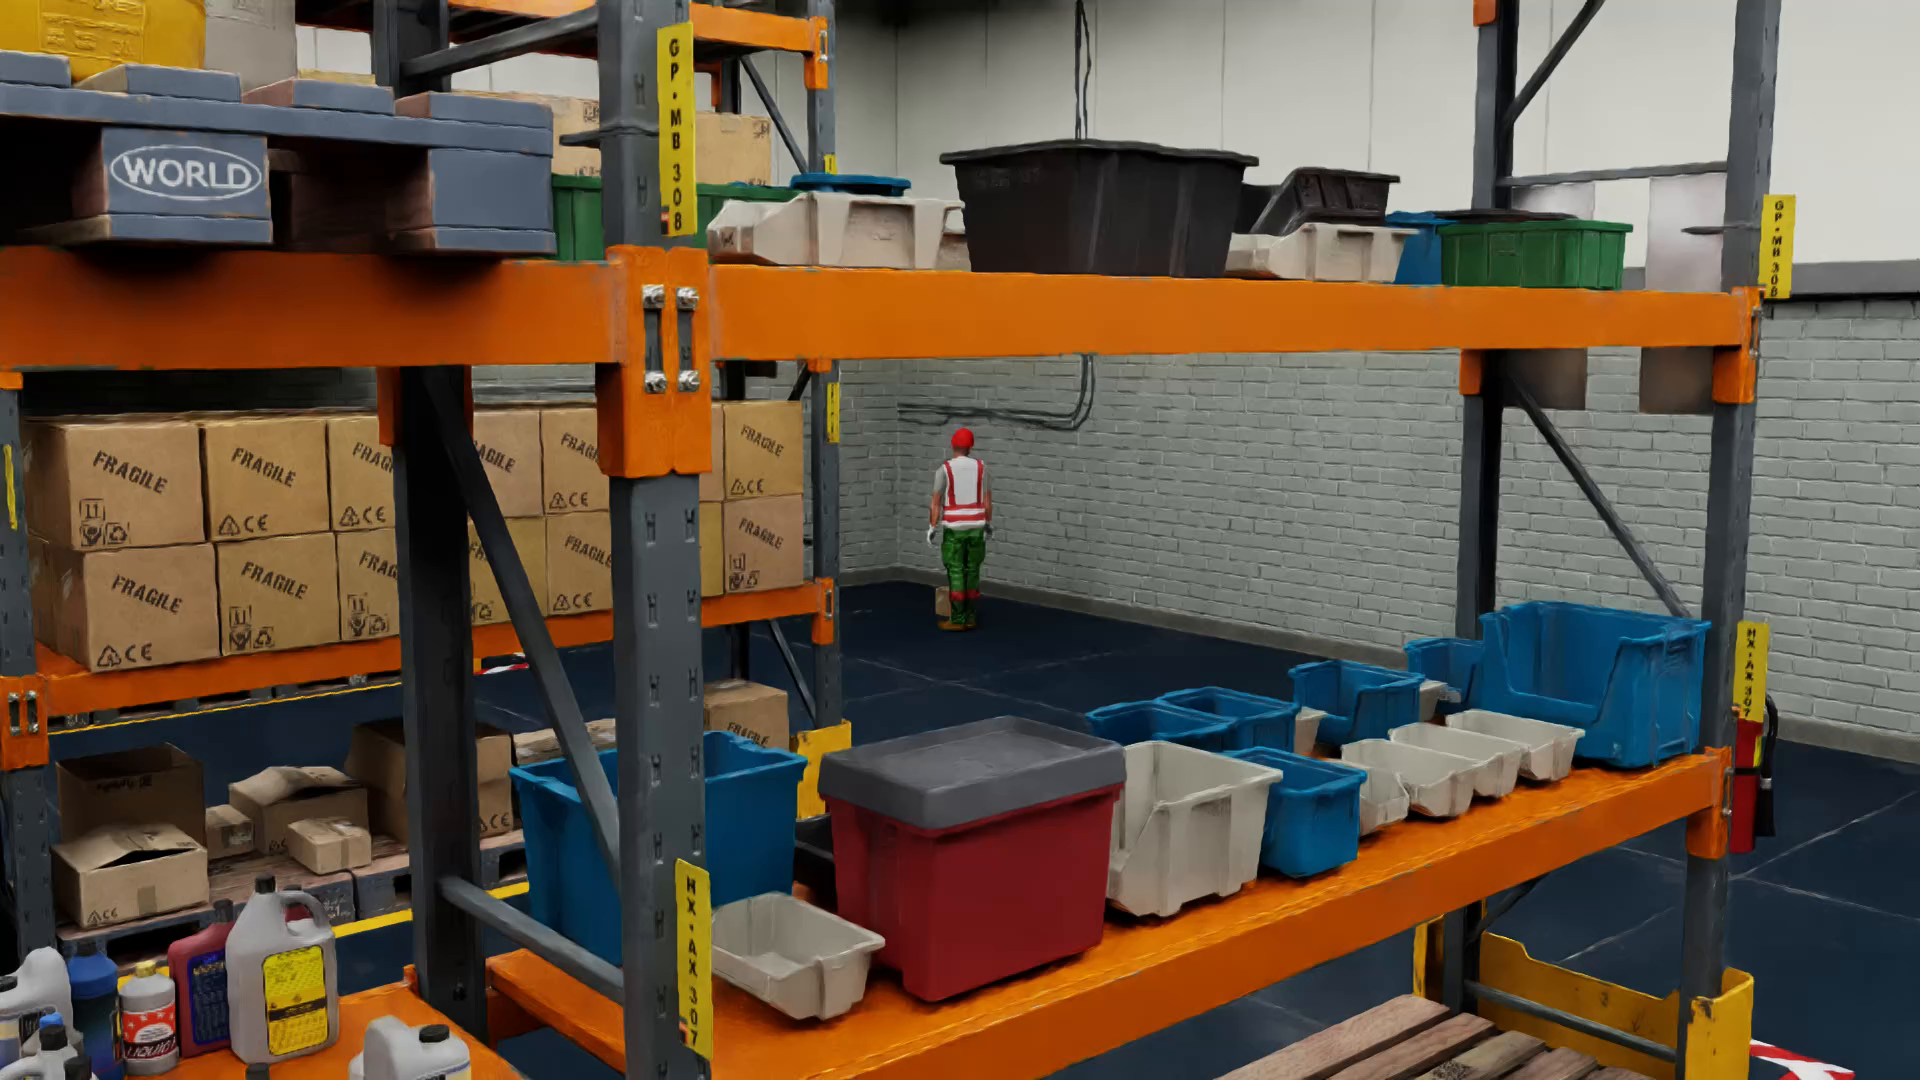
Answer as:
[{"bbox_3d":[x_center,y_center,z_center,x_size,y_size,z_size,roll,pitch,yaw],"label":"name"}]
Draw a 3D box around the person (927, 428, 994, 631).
[{"bbox_3d":[-0.011,-0.109,14.820,0.648,1.791,0.424,-3,8,-19],"label":"person"}]
